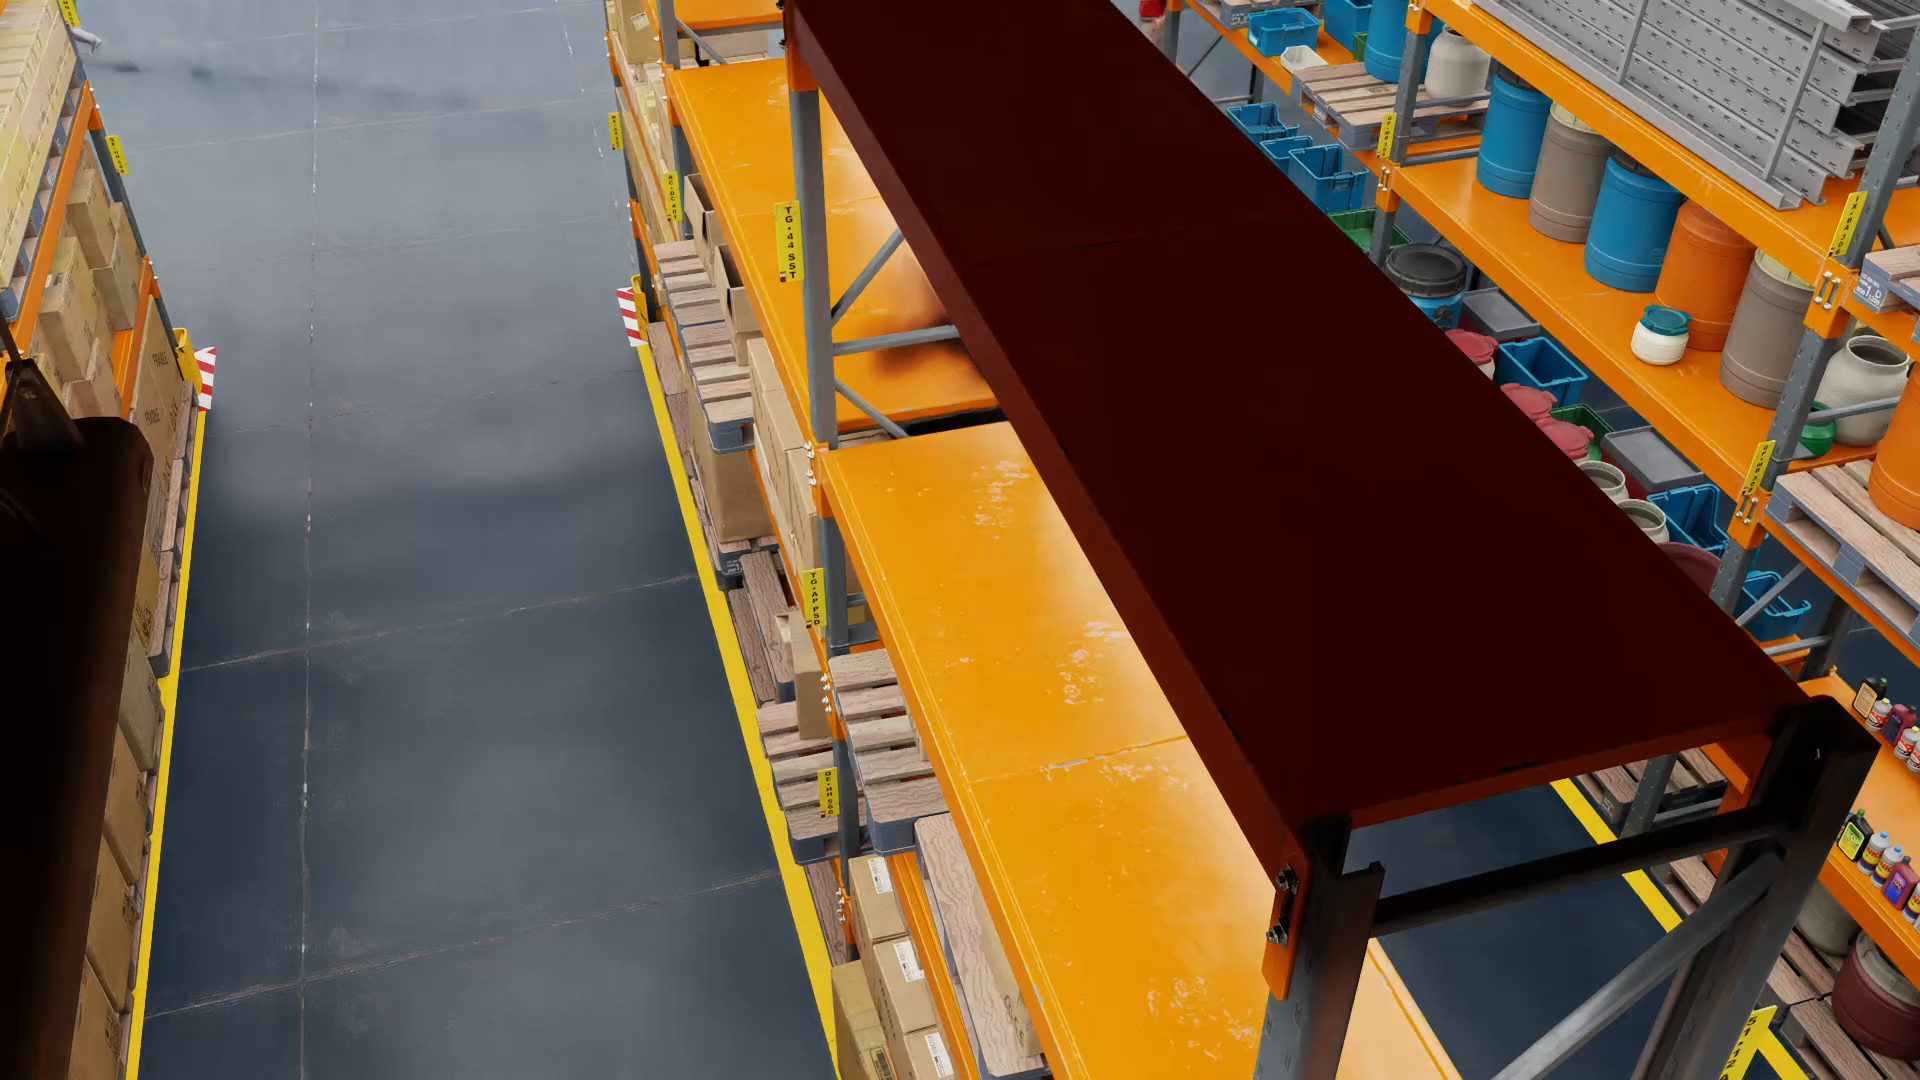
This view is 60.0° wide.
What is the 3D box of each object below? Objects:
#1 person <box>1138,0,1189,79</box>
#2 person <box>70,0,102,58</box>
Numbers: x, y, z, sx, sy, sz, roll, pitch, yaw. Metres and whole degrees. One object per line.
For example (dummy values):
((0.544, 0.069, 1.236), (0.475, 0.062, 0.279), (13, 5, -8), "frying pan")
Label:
((2.166, -5.764, 18.714), (0.977, 1.740, 0.669), (7, 39, 9), "person")
((-10.564, -6.411, 19.570), (0.643, 1.676, 0.576), (12, 40, 14), "person")
